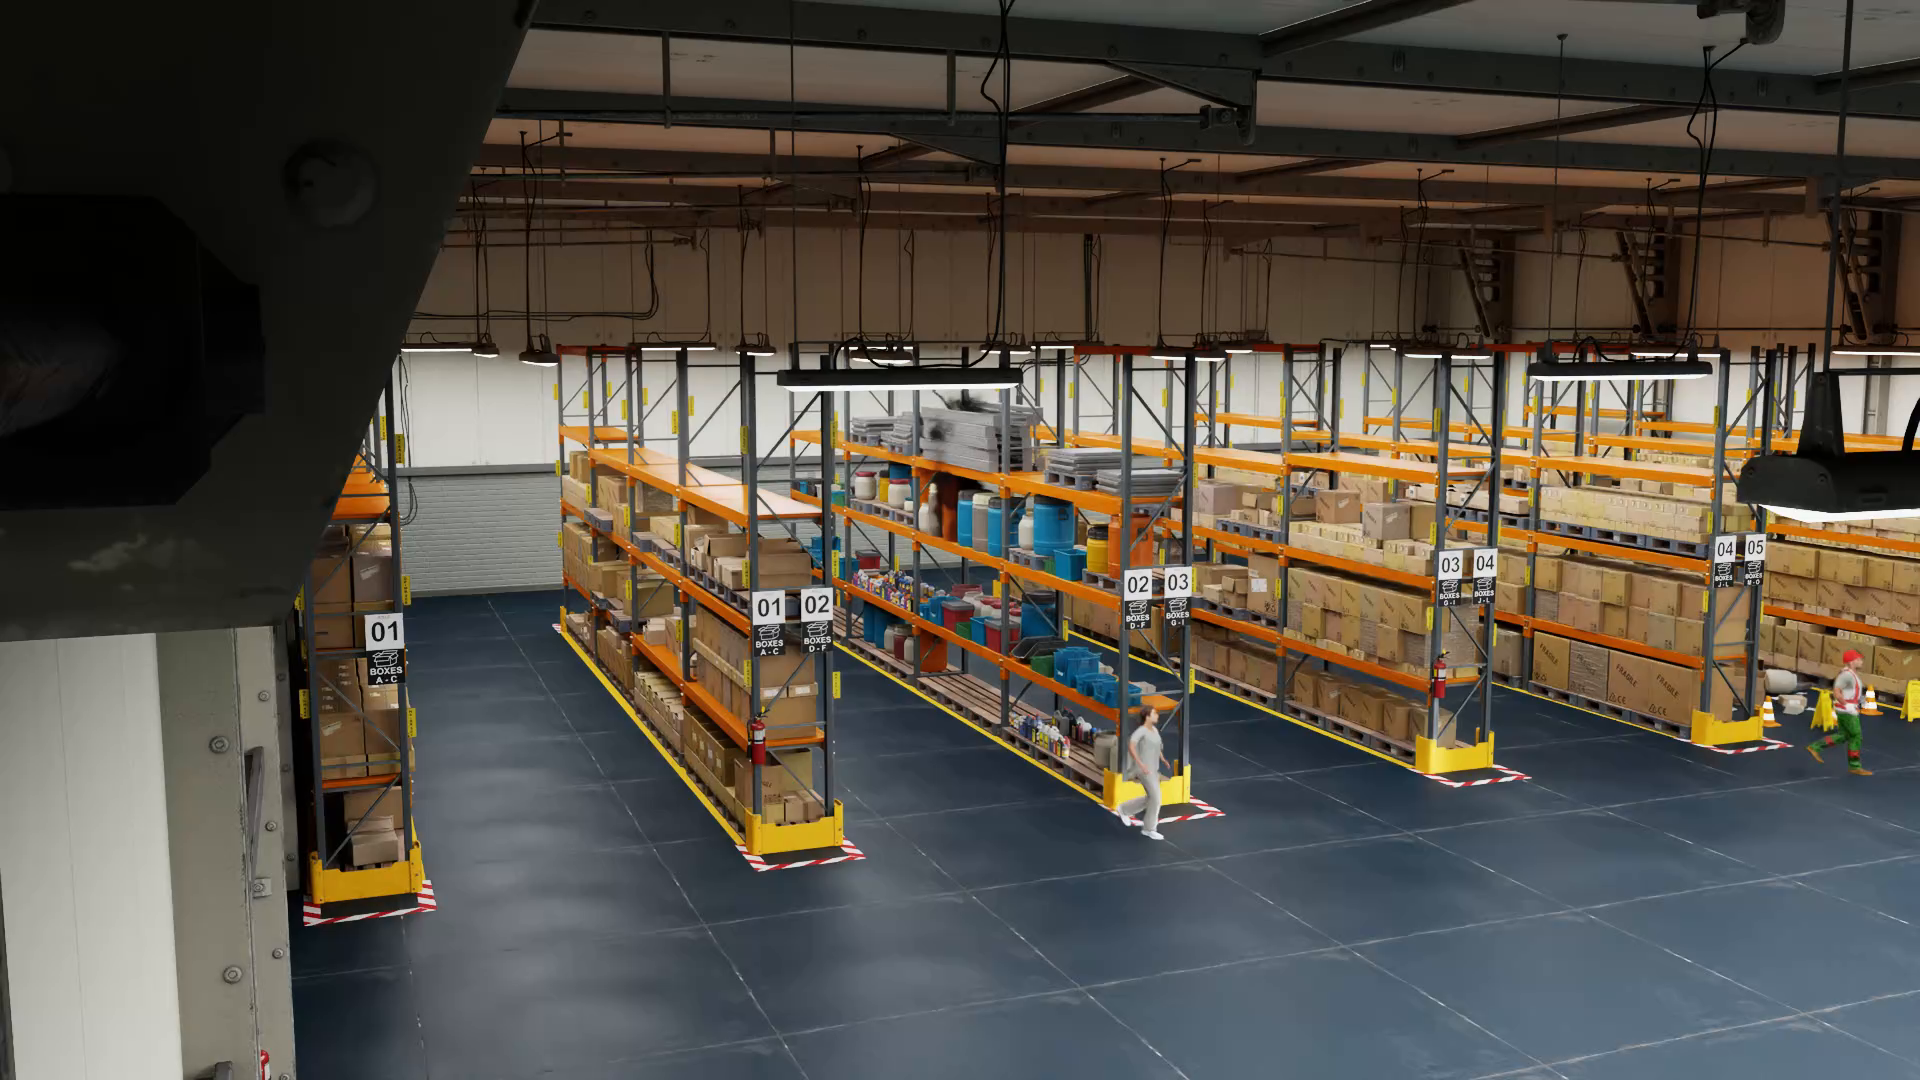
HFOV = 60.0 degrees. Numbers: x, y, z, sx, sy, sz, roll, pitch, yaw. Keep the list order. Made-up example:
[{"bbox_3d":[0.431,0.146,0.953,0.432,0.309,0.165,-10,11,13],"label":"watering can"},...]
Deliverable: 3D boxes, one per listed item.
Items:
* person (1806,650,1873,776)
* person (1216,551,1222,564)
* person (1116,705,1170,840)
[{"bbox_3d":[12.576,2.432,23.693,0.870,1.775,0.652,4,8,30],"label":"person"},{"bbox_3d":[6.661,0.198,41.879,0.549,1.672,0.637,-4,8,-26],"label":"person"},{"bbox_3d":[2.314,2.886,20.906,0.680,1.643,0.606,4,8,31],"label":"person"}]
